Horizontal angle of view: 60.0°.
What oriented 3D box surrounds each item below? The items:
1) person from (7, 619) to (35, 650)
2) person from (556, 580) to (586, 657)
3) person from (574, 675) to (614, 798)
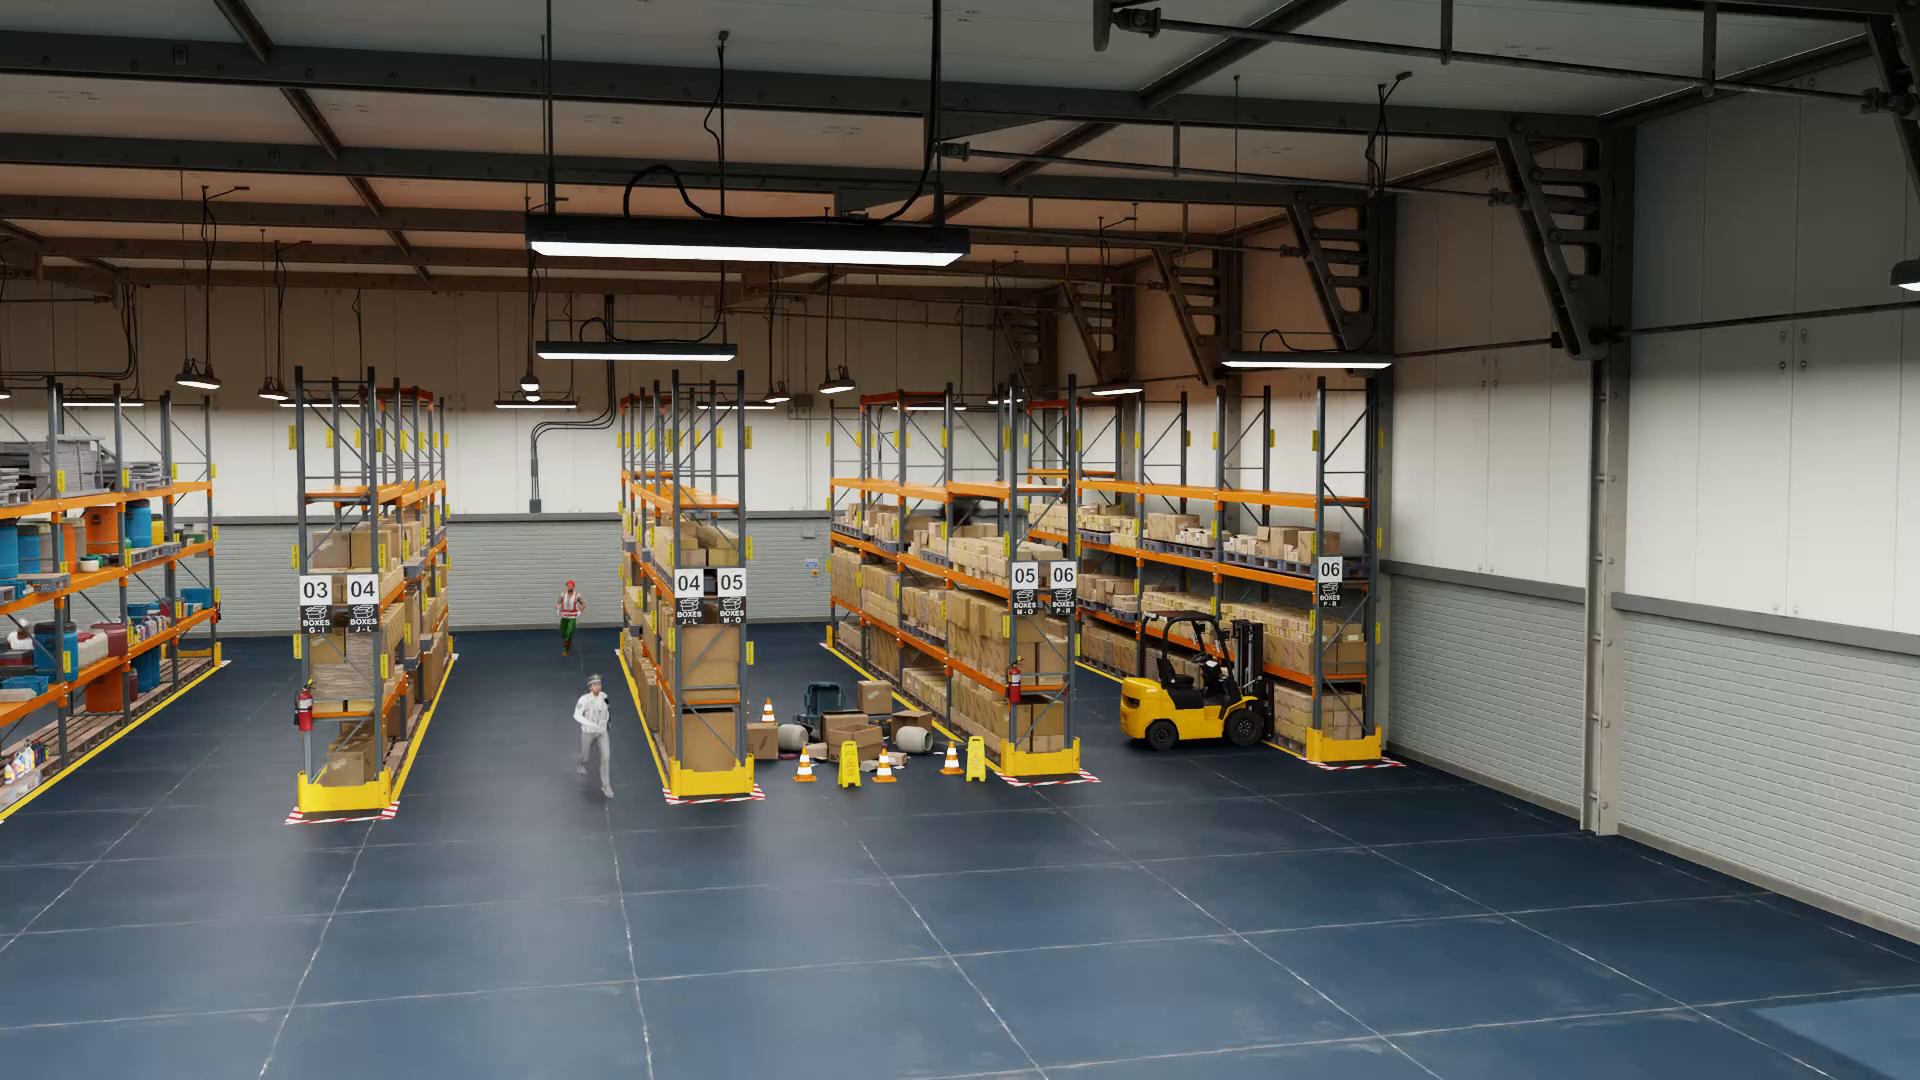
[{"bbox_3d":[-17.116,2.309,30.375,0.735,1.738,0.801,0,3,-5],"label":"person"},{"bbox_3d":[-9.082,1.814,38.765,0.662,1.762,0.820,0,3,2],"label":"person"},{"bbox_3d":[-5.235,2.757,23.739,0.584,1.701,1.092,-2,4,-30],"label":"person"}]
